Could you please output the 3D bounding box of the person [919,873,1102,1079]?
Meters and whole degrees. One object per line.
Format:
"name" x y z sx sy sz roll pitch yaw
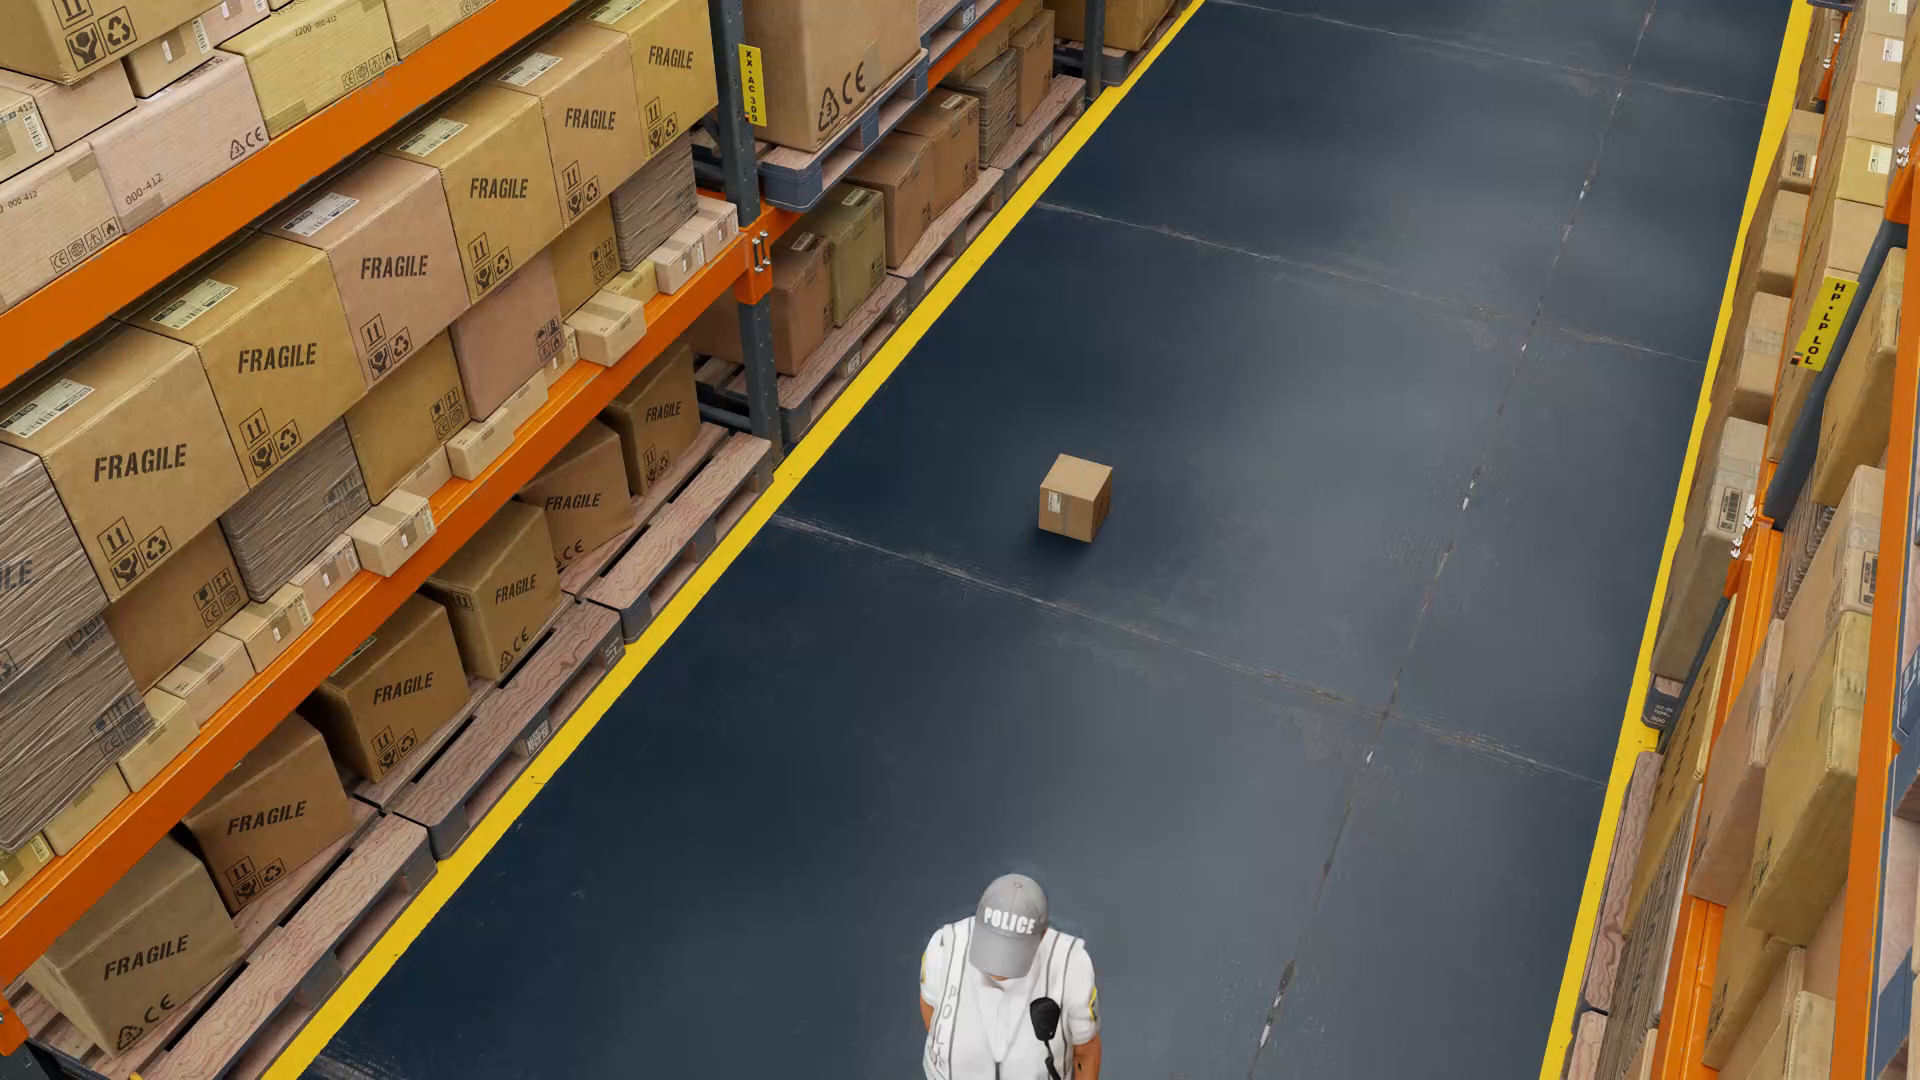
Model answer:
"person" 0.124 1.531 4.494 0.486 1.710 0.683 2 42 3
